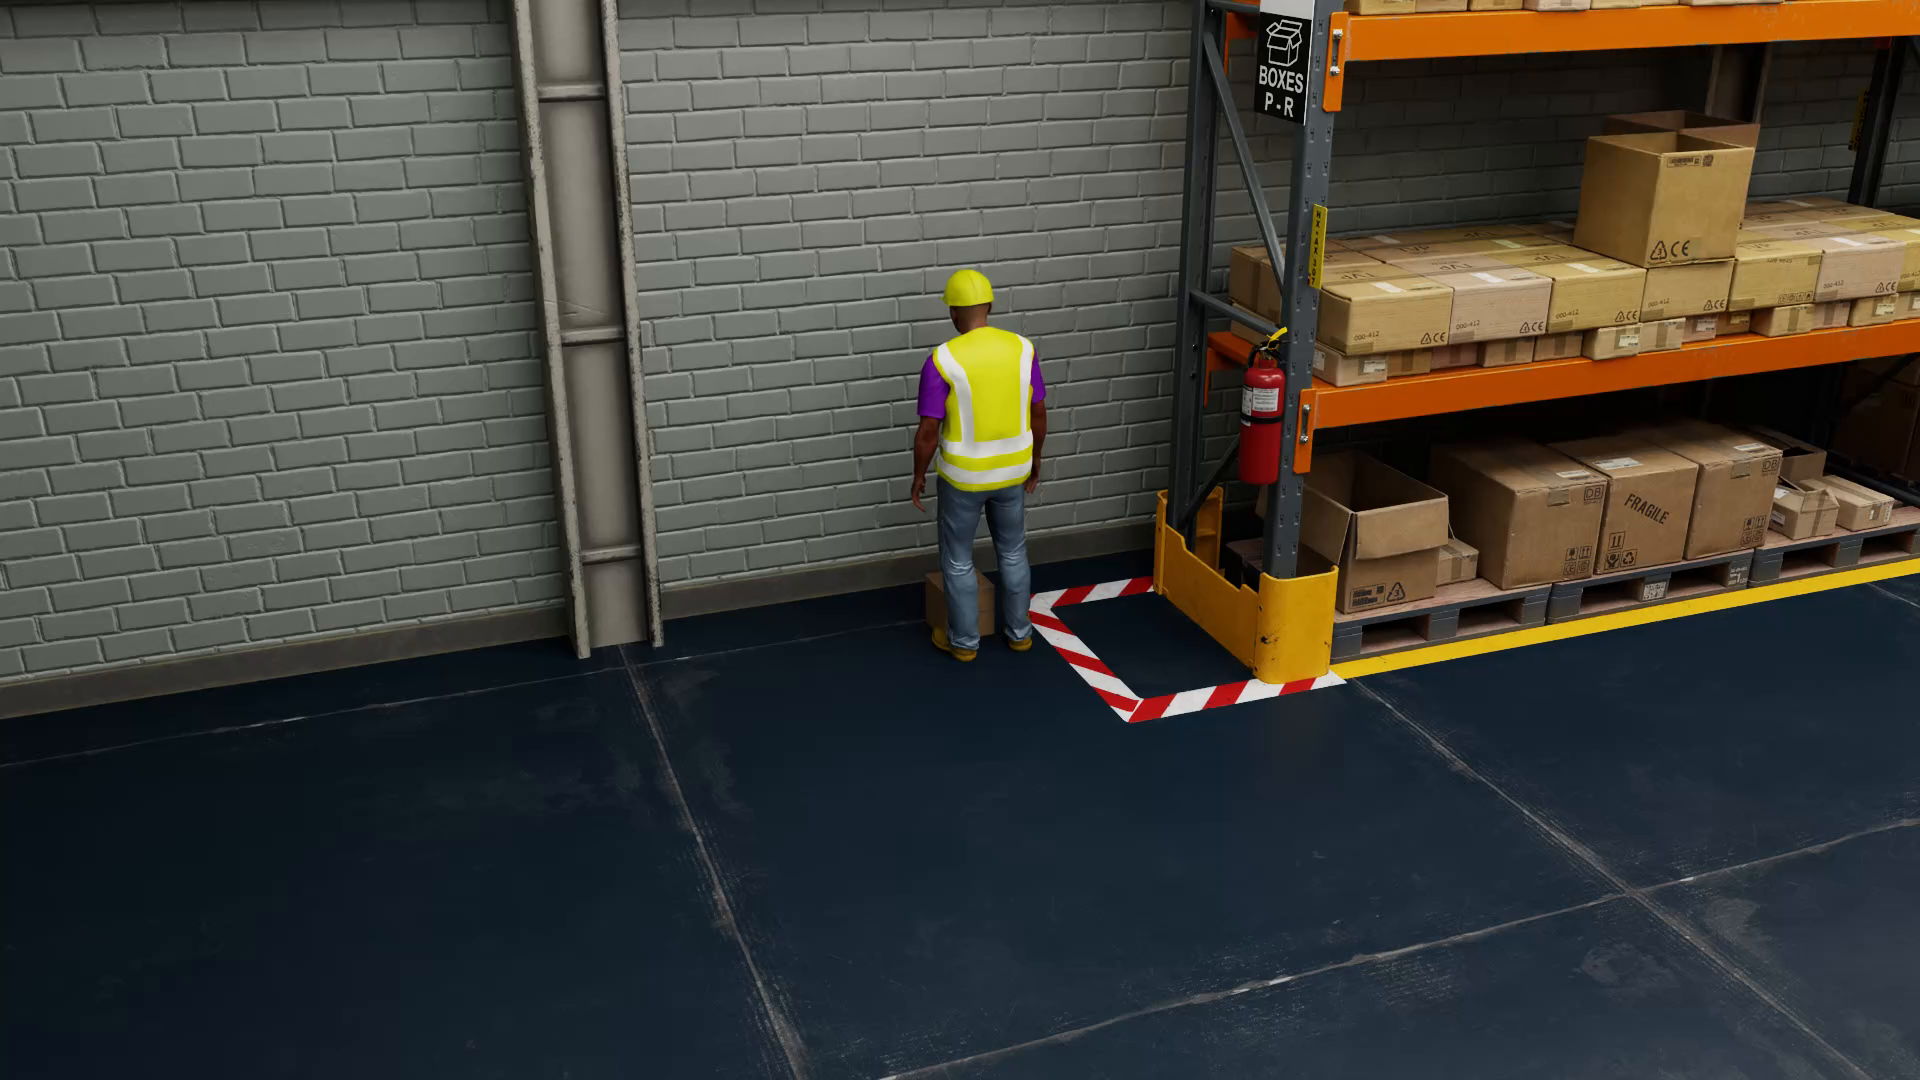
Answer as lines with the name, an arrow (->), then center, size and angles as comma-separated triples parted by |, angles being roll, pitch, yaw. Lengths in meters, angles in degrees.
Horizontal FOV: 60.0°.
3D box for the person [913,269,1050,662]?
person -> 0.090, -0.320, 7.343 | 0.635, 1.760, 0.462 | -9, 24, -20
